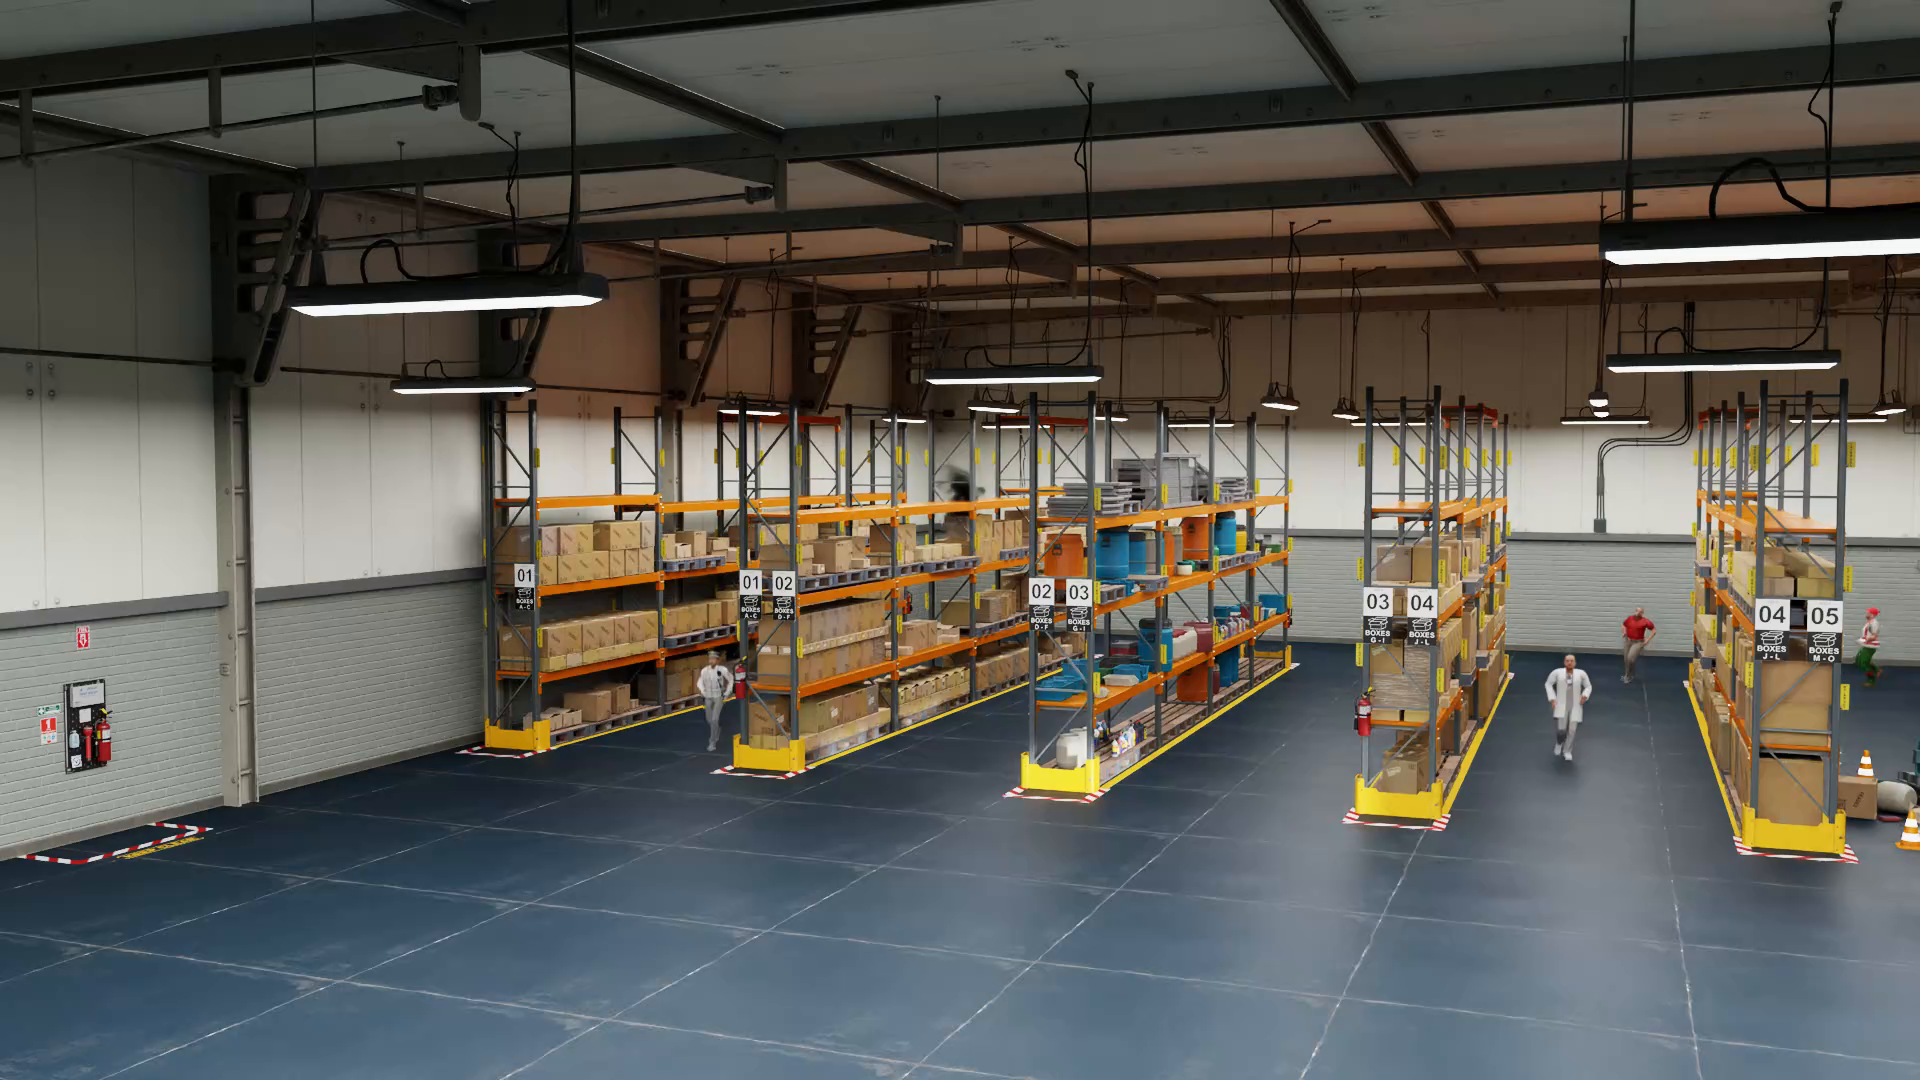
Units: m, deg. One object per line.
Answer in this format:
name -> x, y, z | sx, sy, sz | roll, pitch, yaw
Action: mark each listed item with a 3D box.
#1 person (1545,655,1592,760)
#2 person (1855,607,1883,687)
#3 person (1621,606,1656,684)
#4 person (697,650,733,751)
person -> 10.102, 2.771, 27.571 | 0.723, 1.746, 0.629 | 1, 3, 14
person -> 19.906, 2.338, 36.405 | 0.597, 1.738, 0.668 | 1, 3, 20
person -> 15.024, 2.347, 36.954 | 0.643, 1.763, 0.756 | -2, 4, -40
person -> -4.228, 2.746, 28.768 | 0.640, 1.705, 0.784 | 1, 3, 11
